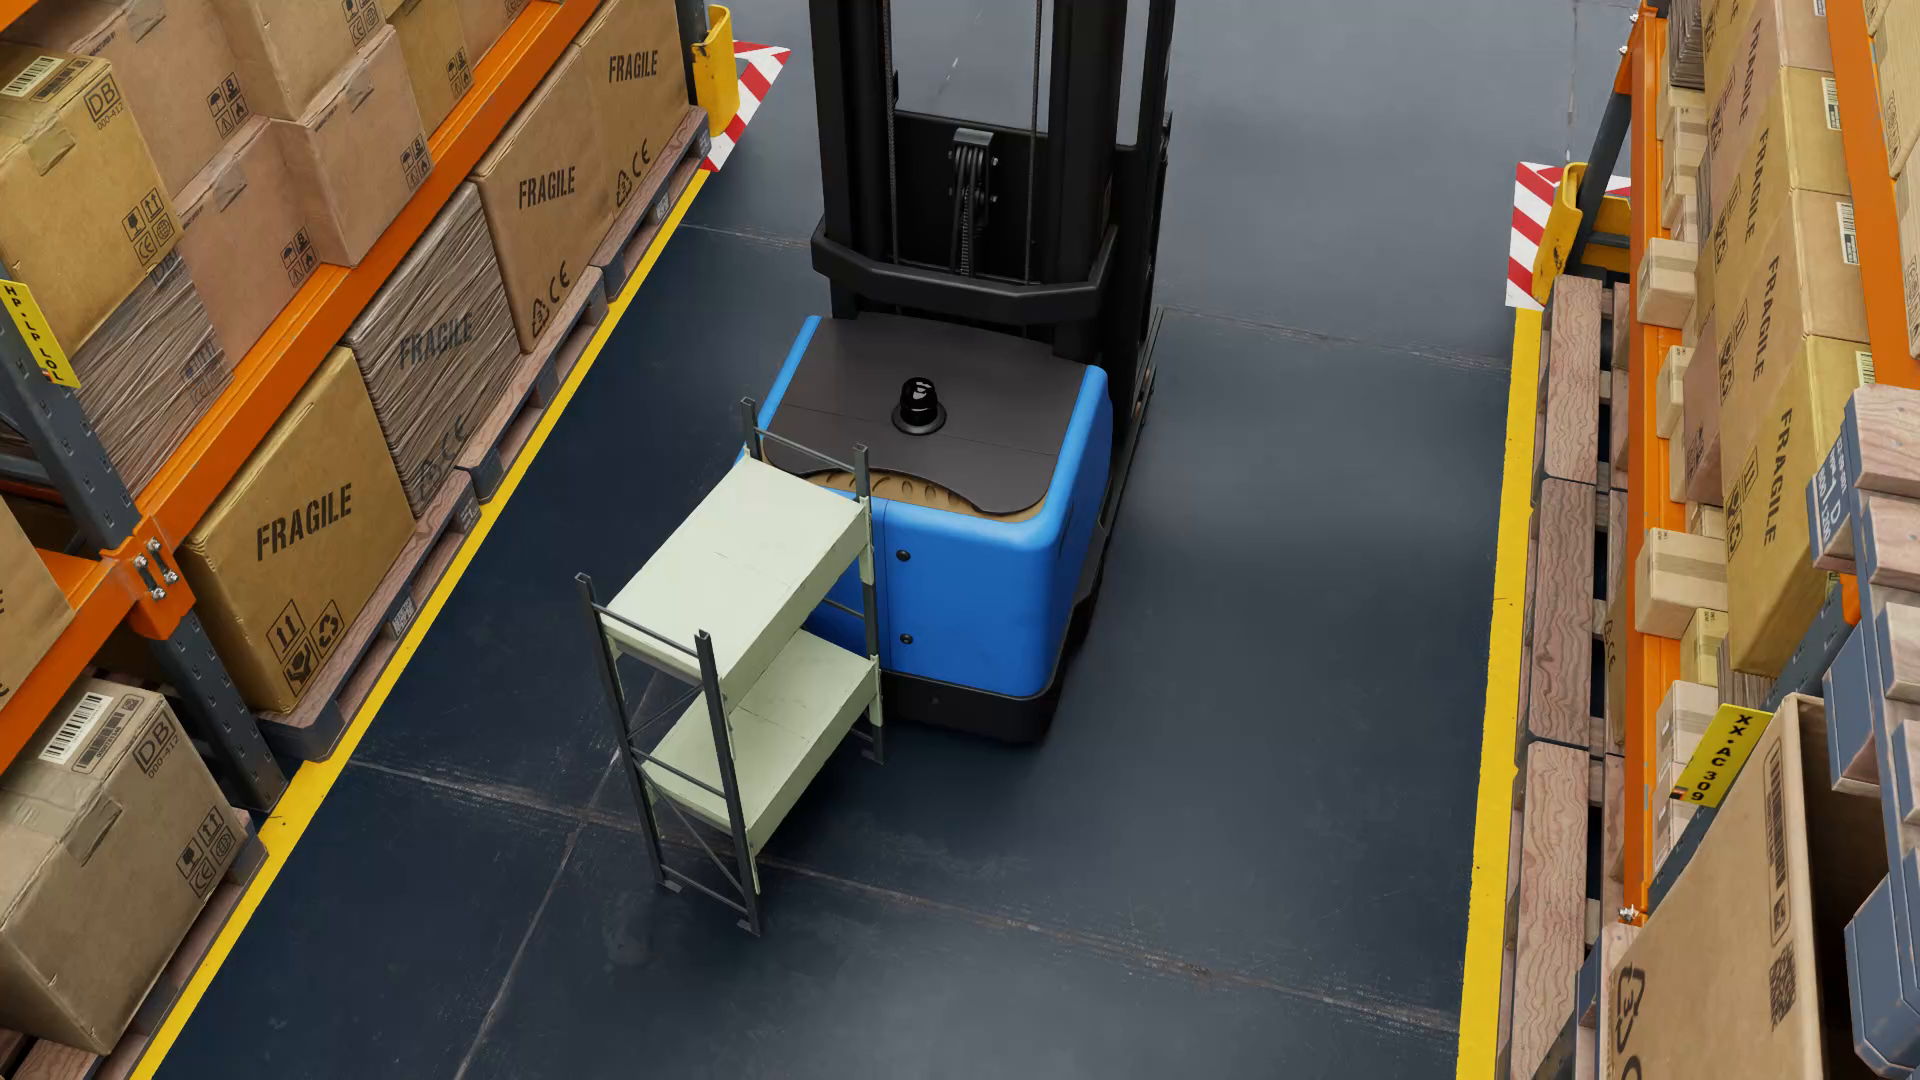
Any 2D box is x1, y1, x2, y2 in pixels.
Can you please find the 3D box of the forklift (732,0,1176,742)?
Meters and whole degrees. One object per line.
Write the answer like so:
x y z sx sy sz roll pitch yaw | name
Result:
0.163 -1.426 5.554 1.130 2.935 3.031 11 50 10 | forklift

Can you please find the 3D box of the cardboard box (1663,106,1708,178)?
2.569 -1.292 5.558 0.380 0.149 0.250 12 50 10 | cardboard box

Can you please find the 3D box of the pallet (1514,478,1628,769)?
2.493 0.364 5.788 1.003 0.211 1.213 12 50 10 | pallet

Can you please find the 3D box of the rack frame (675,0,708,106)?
-1.675 -3.126 7.009 1.000 3.000 0.127 12 50 10 | rack frame

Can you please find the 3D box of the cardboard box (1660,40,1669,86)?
2.695 -1.655 5.878 0.380 0.149 0.250 12 50 10 | cardboard box

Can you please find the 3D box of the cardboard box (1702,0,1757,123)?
2.408 -1.471 4.615 0.500 0.500 0.500 12 50 10 | cardboard box

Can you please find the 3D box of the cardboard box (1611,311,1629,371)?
2.903 -0.938 6.464 0.500 0.500 0.500 20 52 17 | cardboard box

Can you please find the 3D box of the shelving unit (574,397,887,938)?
-0.607 0.419 4.880 0.431 1.500 0.755 23 52 19 | shelving unit

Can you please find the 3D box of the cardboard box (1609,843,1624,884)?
2.318 0.810 4.922 0.500 0.500 0.500 27 54 22 | cardboard box

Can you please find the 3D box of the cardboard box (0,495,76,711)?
-2.607 0.164 4.038 0.500 0.500 0.500 11 50 10 | cardboard box

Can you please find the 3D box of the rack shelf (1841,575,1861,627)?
1.505 1.511 1.395 1.077 0.370 4.000 12 50 10 | rack shelf

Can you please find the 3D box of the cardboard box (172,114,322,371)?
-2.519 -0.954 4.991 0.875 0.550 0.550 12 50 10 | cardboard box

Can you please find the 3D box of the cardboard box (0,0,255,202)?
-2.564 -1.321 4.595 0.875 0.550 0.550 12 50 10 | cardboard box

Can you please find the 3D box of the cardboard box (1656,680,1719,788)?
1.879 0.509 3.967 0.380 0.149 0.250 12 50 10 | cardboard box

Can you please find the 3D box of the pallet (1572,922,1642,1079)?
1.690 1.406 3.136 1.003 0.211 1.213 12 50 10 | pallet

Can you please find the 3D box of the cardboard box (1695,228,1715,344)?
2.581 -0.716 4.616 0.875 0.500 0.500 12 50 10 | cardboard box

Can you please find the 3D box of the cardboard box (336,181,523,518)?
-2.261 -0.763 6.060 0.875 0.875 0.875 12 50 10 | cardboard box

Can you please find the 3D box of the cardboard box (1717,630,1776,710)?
2.209 0.374 3.654 0.875 0.500 0.500 12 50 10 | cardboard box

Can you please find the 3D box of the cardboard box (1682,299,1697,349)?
2.353 -0.559 4.911 0.380 0.149 0.250 12 50 10 | cardboard box

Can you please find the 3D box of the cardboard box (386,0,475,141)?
-2.220 -1.725 5.671 0.875 0.550 0.500 12 50 10 | cardboard box

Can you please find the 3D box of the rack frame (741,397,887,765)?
-0.427 0.180 5.091 0.400 1.500 0.023 23 52 19 | rack frame

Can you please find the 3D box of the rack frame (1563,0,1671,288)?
3.084 -2.074 6.080 1.000 3.000 0.127 12 50 10 | rack frame

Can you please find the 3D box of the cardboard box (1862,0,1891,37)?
2.176 -1.251 3.453 0.500 0.250 0.500 11 50 10 | cardboard box

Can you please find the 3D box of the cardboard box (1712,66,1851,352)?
2.147 -0.747 3.976 0.500 0.500 0.500 12 50 10 | cardboard box

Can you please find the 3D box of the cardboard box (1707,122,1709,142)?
2.897 -1.428 5.245 0.875 0.500 0.500 12 50 10 | cardboard box

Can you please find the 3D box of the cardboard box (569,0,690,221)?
-1.789 -2.059 7.203 0.875 0.875 0.875 12 50 10 | cardboard box

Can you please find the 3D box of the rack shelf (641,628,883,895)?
-0.607 0.635 5.124 0.431 0.370 0.720 23 52 19 | rack shelf

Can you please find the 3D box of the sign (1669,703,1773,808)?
1.506 0.431 3.292 0.100 0.325 0.005 12 50 10 | sign

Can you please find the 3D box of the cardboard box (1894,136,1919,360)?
1.899 -0.505 2.795 0.500 0.250 0.500 13 50 11 | cardboard box

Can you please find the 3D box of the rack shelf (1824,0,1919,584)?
2.558 -1.382 3.949 1.077 0.370 4.000 12 50 10 | rack shelf

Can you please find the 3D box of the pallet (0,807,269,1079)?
-2.858 1.263 4.995 1.003 0.211 1.213 12 50 10 | pallet

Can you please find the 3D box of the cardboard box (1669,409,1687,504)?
2.181 -0.206 4.599 0.380 0.149 0.250 12 50 10 | cardboard box

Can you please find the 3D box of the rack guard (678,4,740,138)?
-1.668 -2.317 7.961 1.175 0.500 0.348 12 50 10 | rack guard

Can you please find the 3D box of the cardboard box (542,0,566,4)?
-1.852 -2.496 6.353 0.875 0.550 0.550 12 50 10 | cardboard box

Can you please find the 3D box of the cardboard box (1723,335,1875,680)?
1.884 -0.023 3.338 0.500 0.500 0.500 12 50 10 | cardboard box

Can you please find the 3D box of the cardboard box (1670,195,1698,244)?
2.456 -0.927 5.235 0.380 0.149 0.250 12 50 10 | cardboard box

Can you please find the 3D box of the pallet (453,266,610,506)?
-2.133 -0.730 6.754 1.003 0.211 1.213 12 50 10 | pallet

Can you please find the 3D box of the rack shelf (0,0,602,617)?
-2.201 -1.442 6.002 1.077 0.370 4.000 12 50 10 | rack shelf

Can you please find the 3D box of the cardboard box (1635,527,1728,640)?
1.961 0.138 4.295 0.380 0.149 0.250 12 50 10 | cardboard box

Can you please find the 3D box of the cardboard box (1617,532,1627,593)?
2.596 -0.050 5.680 0.500 0.500 0.500 16 50 14 | cardboard box

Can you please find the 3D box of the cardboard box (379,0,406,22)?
-2.158 -2.069 5.255 0.875 0.550 0.500 12 50 10 | cardboard box
